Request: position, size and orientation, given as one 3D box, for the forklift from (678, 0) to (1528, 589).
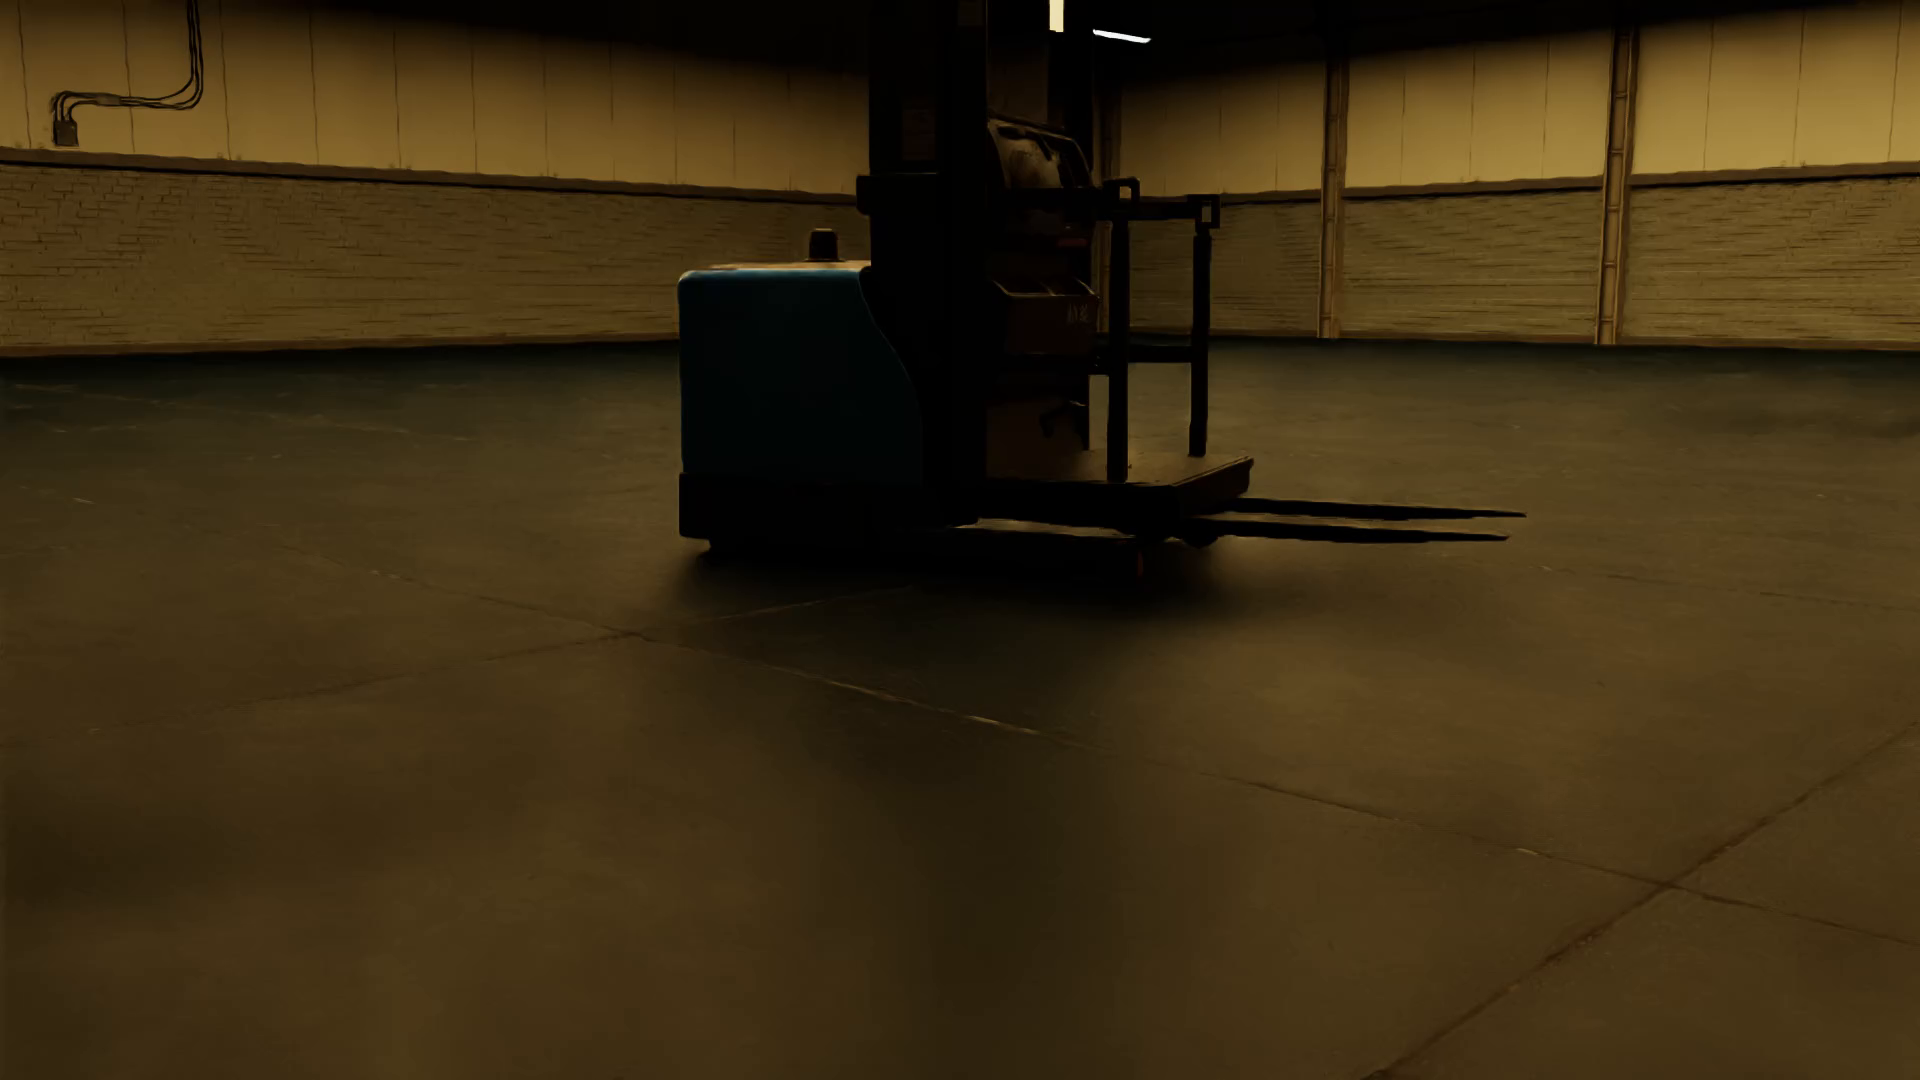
[{"bbox_3d":[0.488,-1.374,5.999,3.031,2.935,1.130,4,9,24],"label":"forklift"}]
